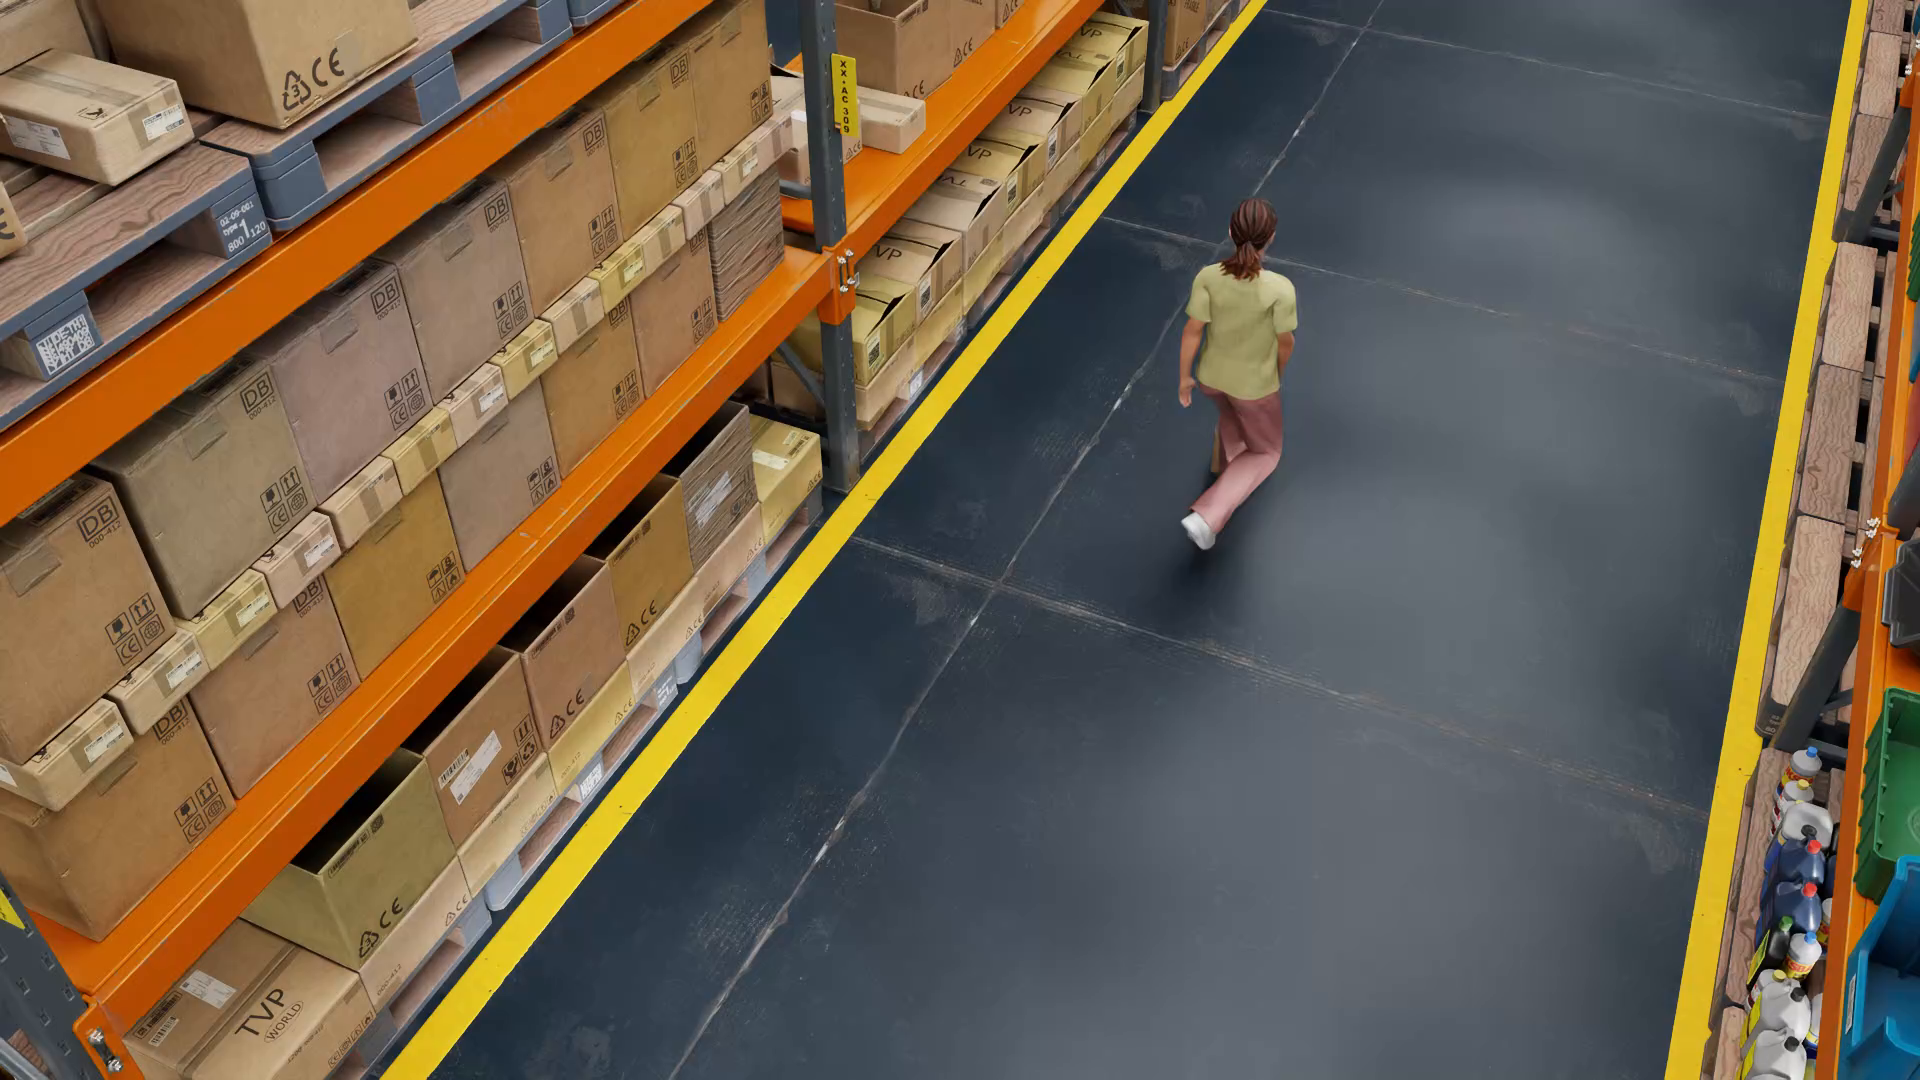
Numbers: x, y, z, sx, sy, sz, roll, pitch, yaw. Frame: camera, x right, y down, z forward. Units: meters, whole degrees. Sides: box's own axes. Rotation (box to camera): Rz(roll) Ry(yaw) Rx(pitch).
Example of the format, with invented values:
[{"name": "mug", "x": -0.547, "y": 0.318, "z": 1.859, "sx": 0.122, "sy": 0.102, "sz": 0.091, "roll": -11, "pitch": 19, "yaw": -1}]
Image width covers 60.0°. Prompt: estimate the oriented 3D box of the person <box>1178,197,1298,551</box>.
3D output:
[{"name": "person", "x": 1.176, "y": -0.700, "z": 6.968, "sx": 0.444, "sy": 1.616, "sz": 0.913, "roll": 24, "pitch": 47, "yaw": 24}]
